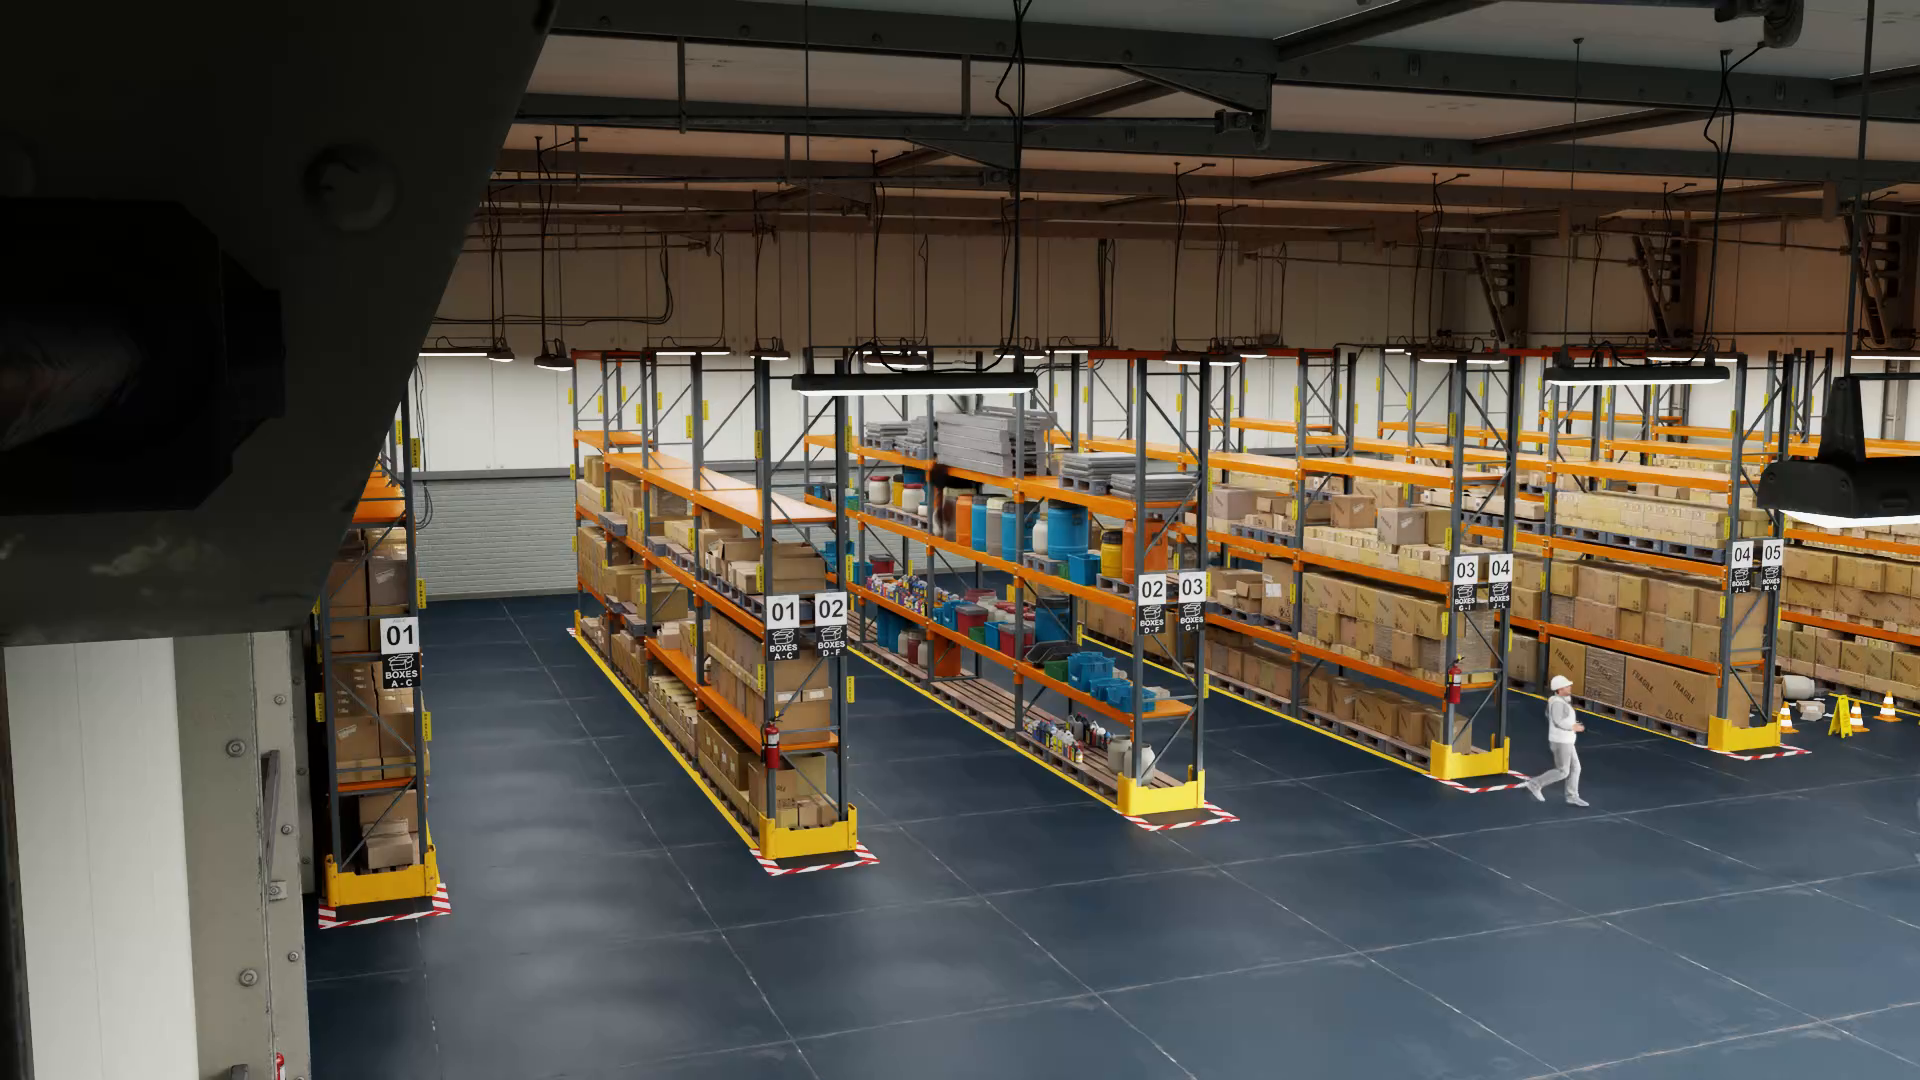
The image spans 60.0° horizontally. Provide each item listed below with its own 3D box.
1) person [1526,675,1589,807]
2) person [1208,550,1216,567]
[{"bbox_3d":[8.042,2.697,22.276,0.810,1.781,0.671,3,8,20],"label":"person"},{"bbox_3d":[6.239,0.351,41.726,0.571,1.582,0.626,3,8,21],"label":"person"}]
